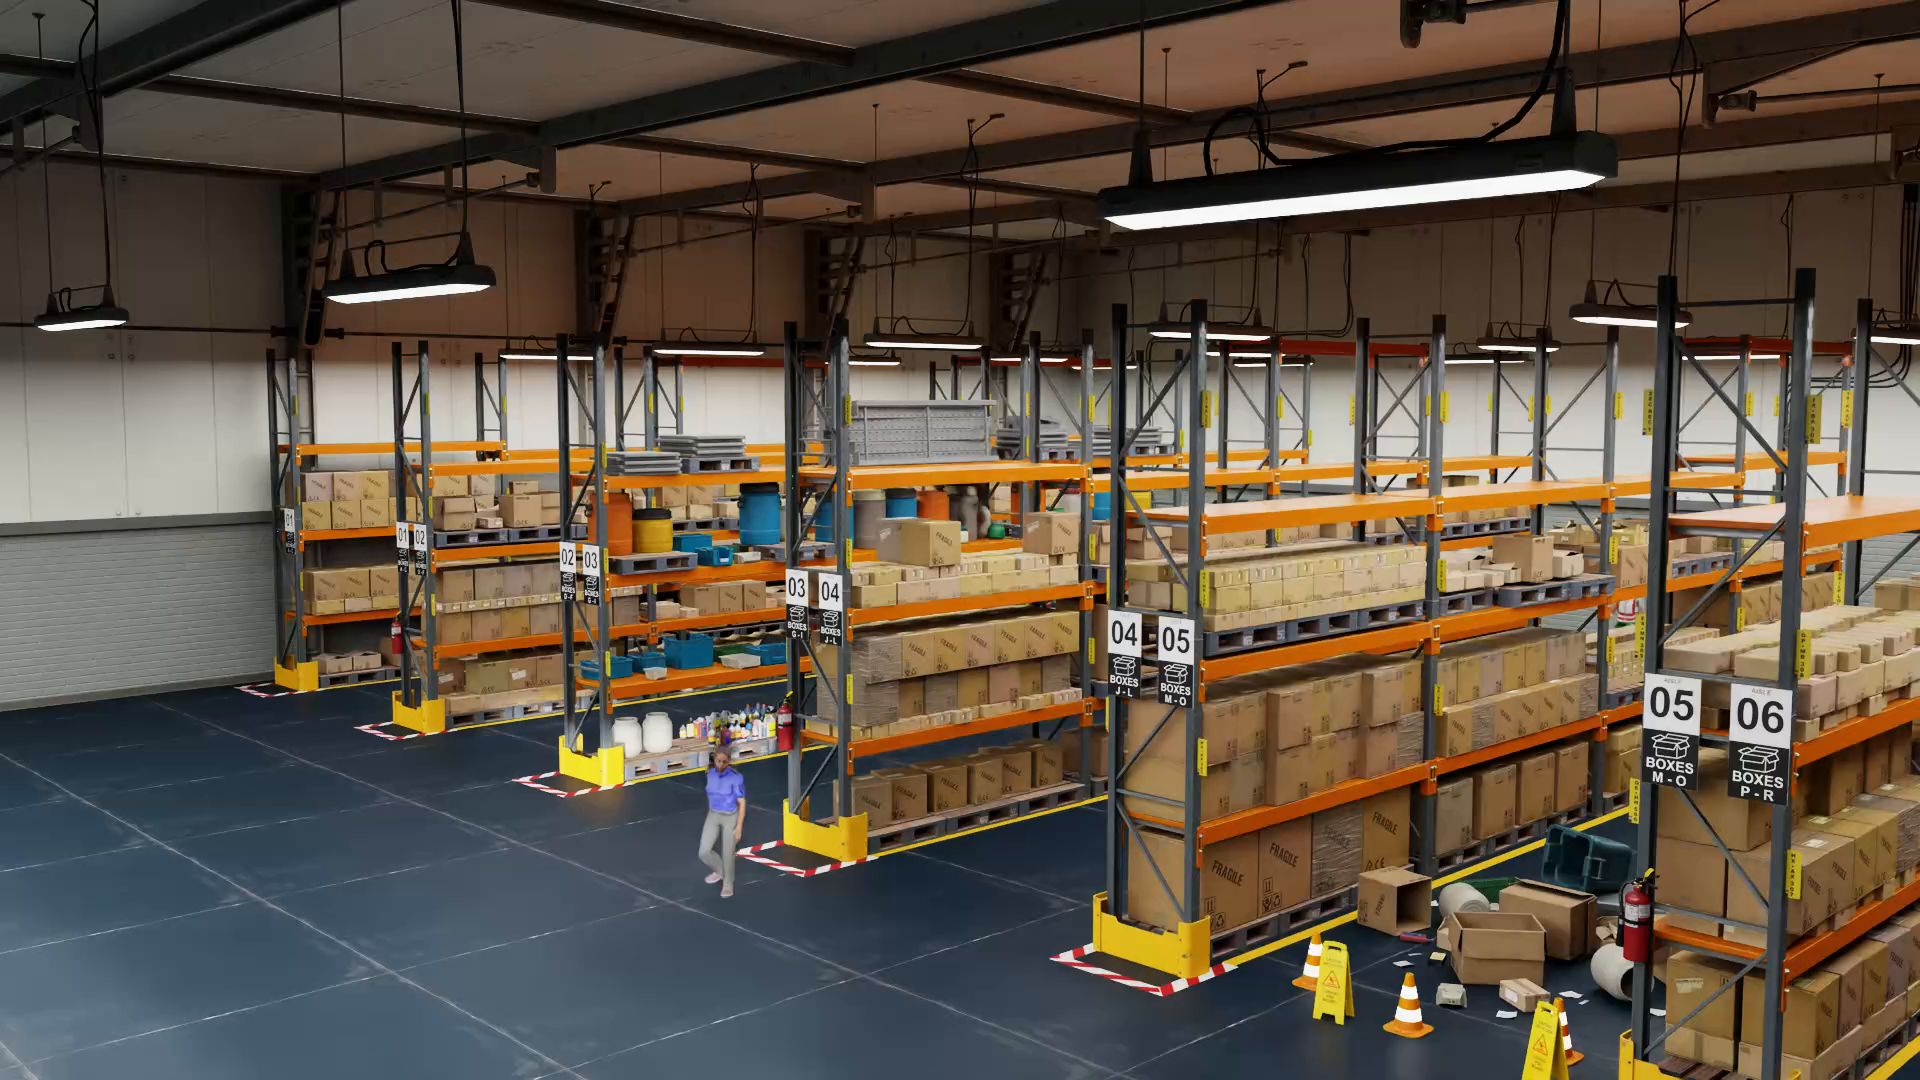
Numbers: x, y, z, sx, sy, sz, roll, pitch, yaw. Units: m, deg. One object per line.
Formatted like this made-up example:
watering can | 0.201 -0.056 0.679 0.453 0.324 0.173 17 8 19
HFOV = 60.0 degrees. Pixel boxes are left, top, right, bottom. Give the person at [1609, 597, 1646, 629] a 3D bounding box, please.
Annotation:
person | 12.785 1.549 31.818 0.781 1.733 0.782 5 7 43

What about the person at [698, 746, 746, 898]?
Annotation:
person | -2.437 2.885 17.133 0.614 1.617 0.539 2 5 20

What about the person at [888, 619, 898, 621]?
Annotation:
person | -1.133 1.708 29.703 0.665 1.791 0.707 3 6 31
